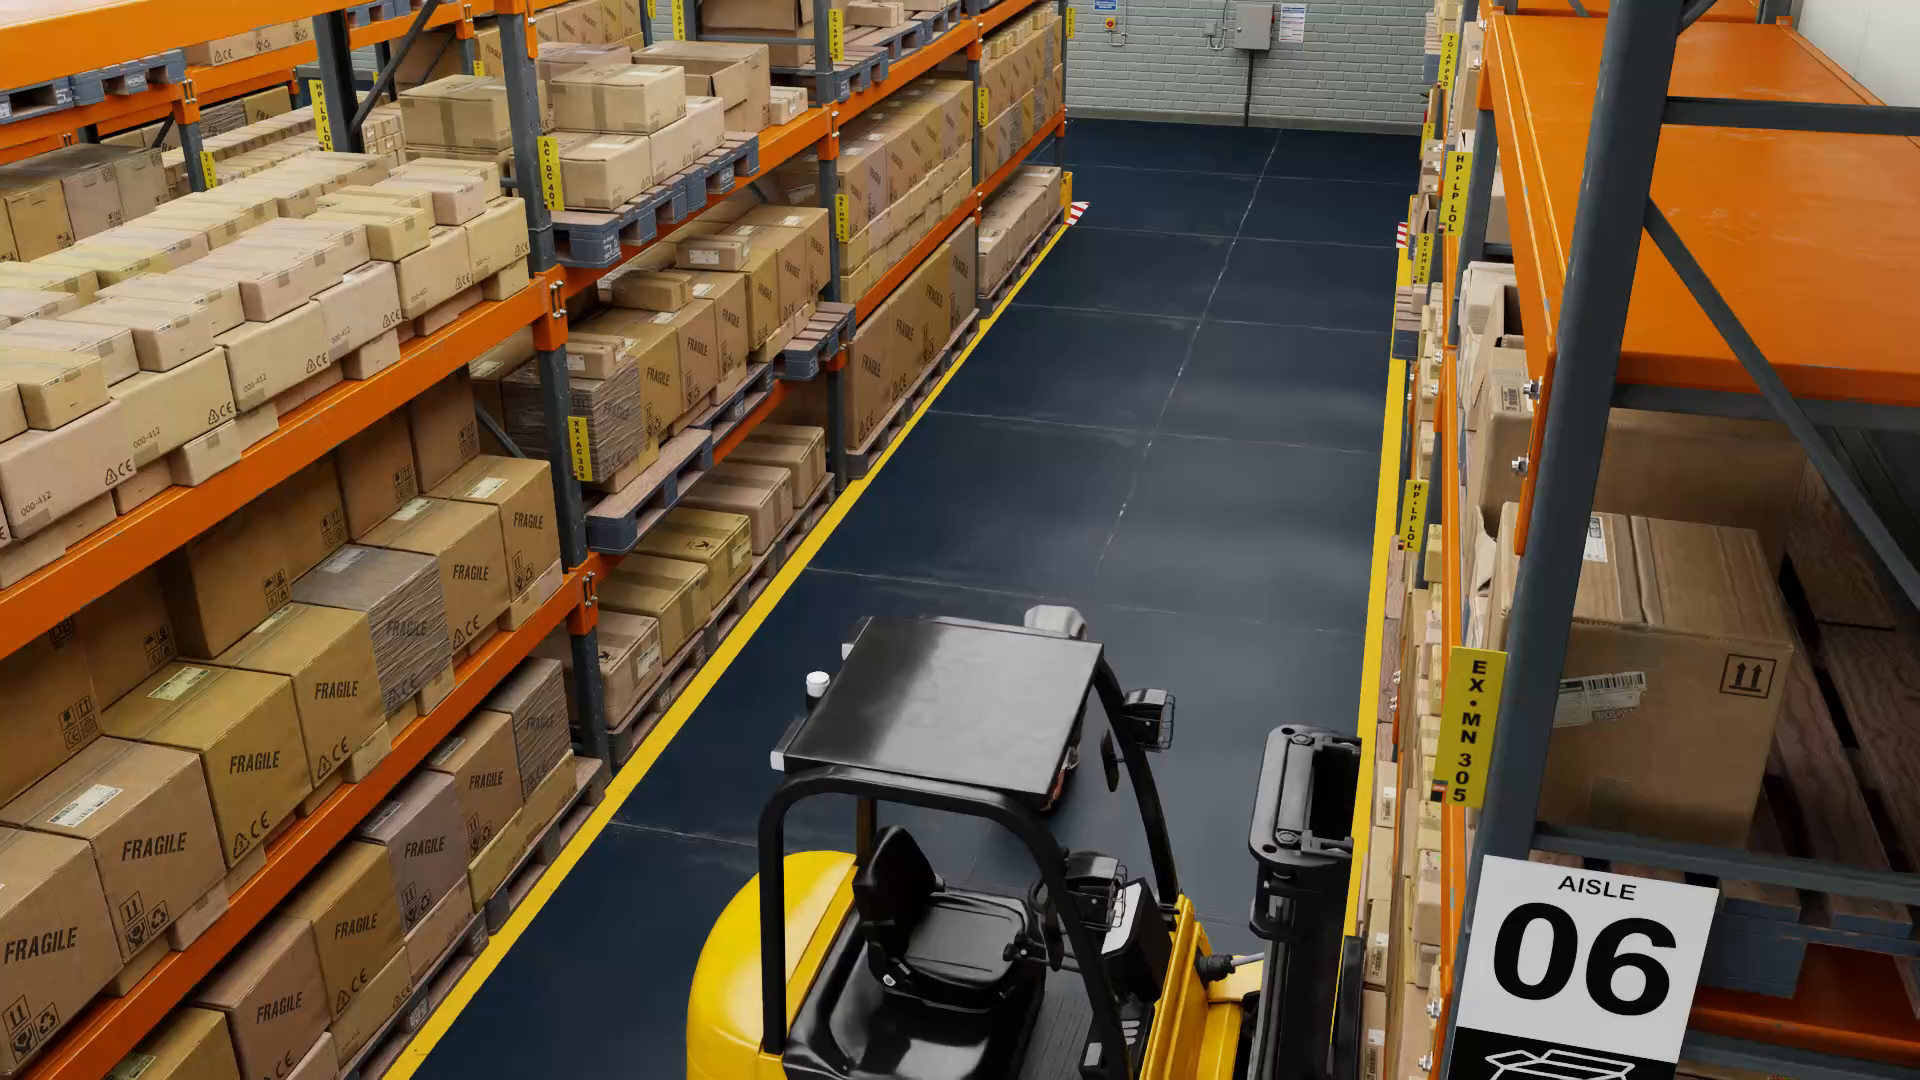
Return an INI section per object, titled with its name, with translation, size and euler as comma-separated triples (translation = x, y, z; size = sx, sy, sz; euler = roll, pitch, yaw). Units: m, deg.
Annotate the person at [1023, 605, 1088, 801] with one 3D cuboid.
[person]
translation = 0.454, 0.848, 8.754
size = 0.422, 0.886, 0.853
euler = 5, 26, 11
